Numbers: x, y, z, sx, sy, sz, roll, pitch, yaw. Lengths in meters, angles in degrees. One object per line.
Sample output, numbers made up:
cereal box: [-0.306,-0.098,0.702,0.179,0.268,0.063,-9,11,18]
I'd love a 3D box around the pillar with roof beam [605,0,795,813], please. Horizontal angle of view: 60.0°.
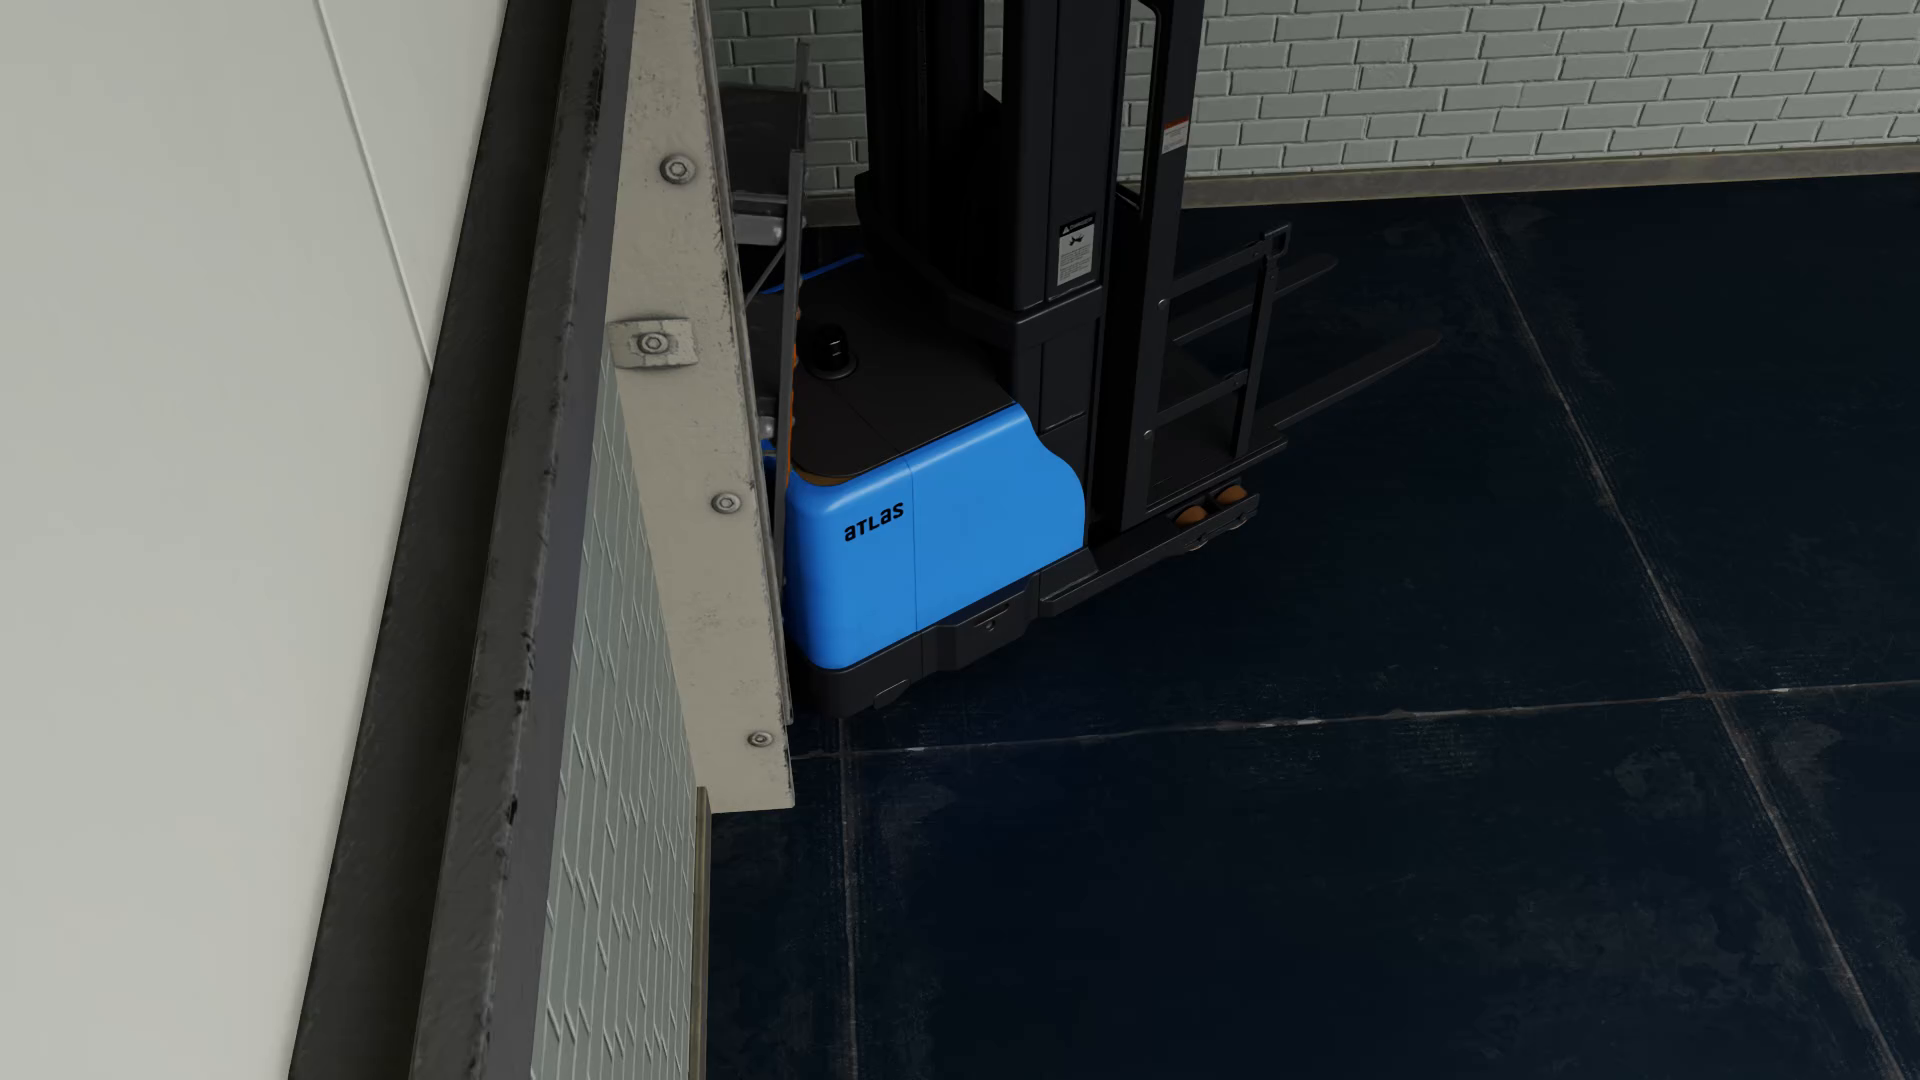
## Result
pillar with roof beam: [3.580,-2.618,2.532,9.100,9.000,0.400,-3,47,-3]

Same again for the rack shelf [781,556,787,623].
rack shelf: [-0.786,0.043,5.510,0.431,0.518,0.480,3,47,-6]

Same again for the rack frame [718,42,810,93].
rack frame: [-0.713,-0.617,5.152,0.400,2.100,0.015,3,47,-6]

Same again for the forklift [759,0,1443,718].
forklift: [0.515,-1.262,5.427,3.031,2.935,1.130,-26,52,-23]

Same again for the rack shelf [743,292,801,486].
rack shelf: [-0.708,-0.427,4.998,0.431,0.518,0.480,3,47,-6]

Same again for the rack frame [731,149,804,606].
rack frame: [-0.699,-0.257,4.823,0.400,2.100,0.015,3,47,-6]

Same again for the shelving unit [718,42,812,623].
shelving unit: [-0.706,-0.437,4.988,0.431,2.100,0.503,3,47,-6]

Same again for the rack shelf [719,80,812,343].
rack shelf: [-0.629,-0.898,4.486,0.431,0.518,0.480,3,47,-6]
